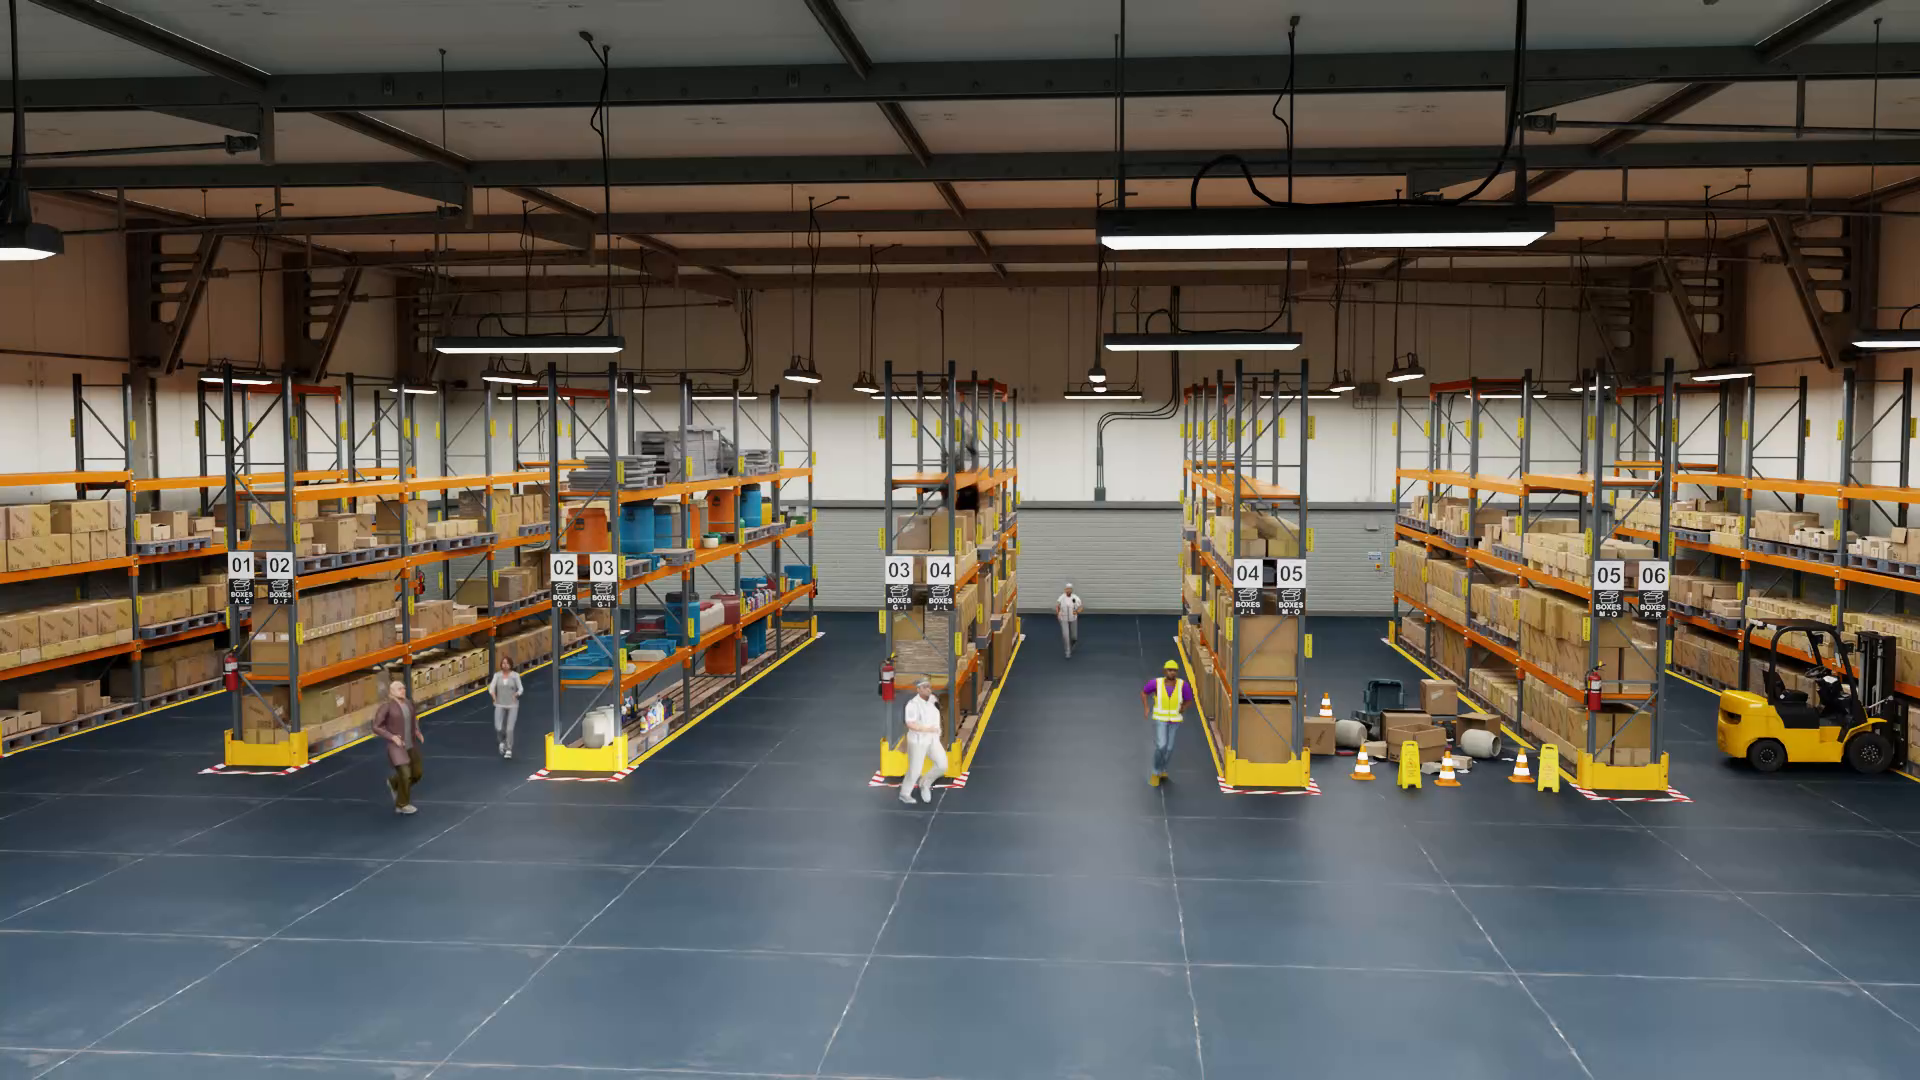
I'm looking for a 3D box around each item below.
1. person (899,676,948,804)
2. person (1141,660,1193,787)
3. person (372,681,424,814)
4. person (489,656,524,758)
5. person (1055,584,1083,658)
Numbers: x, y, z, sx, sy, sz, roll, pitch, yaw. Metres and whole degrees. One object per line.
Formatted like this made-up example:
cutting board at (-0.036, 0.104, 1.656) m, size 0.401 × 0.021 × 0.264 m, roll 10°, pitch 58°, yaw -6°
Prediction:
person at (-0.449, 2.658, 22.127) m, size 0.688 × 1.735 × 0.815 m, roll -3°, pitch 5°, yaw -40°
person at (2.950, 2.592, 23.594) m, size 0.693 × 1.800 × 0.741 m, roll 0°, pitch 4°, yaw -5°
person at (-7.348, 2.704, 21.776) m, size 0.669 × 1.724 × 0.707 m, roll 2°, pitch 4°, yaw 31°
person at (-6.921, 2.560, 25.331) m, size 0.531 × 1.543 × 0.540 m, roll -1°, pitch 4°, yaw -10°
person at (2.401, 1.772, 36.720) m, size 0.609 × 1.631 × 0.711 m, roll 0°, pitch 4°, yaw 4°
